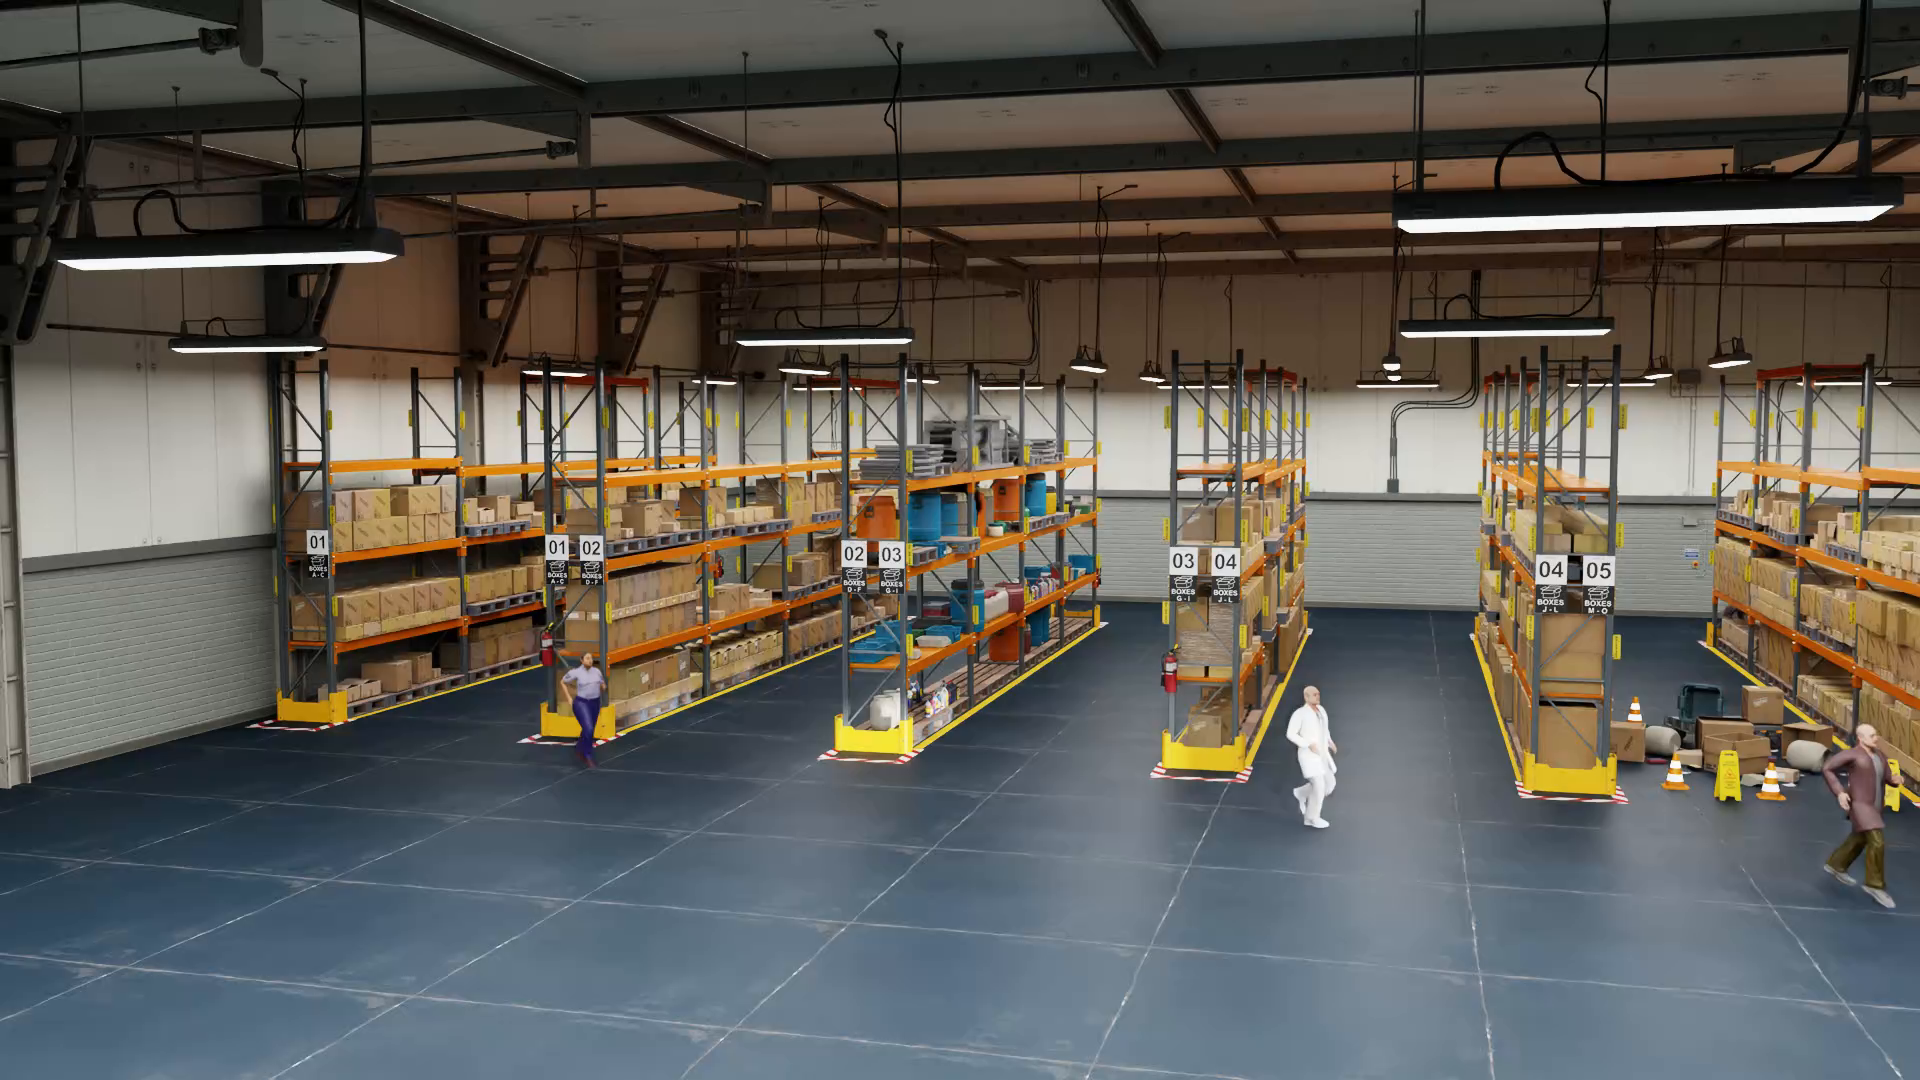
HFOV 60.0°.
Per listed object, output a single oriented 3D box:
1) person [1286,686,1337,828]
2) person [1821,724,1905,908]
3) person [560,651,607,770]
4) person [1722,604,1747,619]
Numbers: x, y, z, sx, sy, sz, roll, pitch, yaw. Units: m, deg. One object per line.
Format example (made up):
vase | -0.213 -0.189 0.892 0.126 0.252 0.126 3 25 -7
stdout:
person | 4.334 2.660 20.526 0.707 1.724 0.668 -3 5 -37
person | 9.490 2.850 17.482 0.679 1.837 0.895 -2 5 -30
person | -5.409 2.453 24.081 0.748 1.711 0.582 3 5 40
person | 17.750 1.442 37.967 0.717 1.712 0.653 -3 5 -39
